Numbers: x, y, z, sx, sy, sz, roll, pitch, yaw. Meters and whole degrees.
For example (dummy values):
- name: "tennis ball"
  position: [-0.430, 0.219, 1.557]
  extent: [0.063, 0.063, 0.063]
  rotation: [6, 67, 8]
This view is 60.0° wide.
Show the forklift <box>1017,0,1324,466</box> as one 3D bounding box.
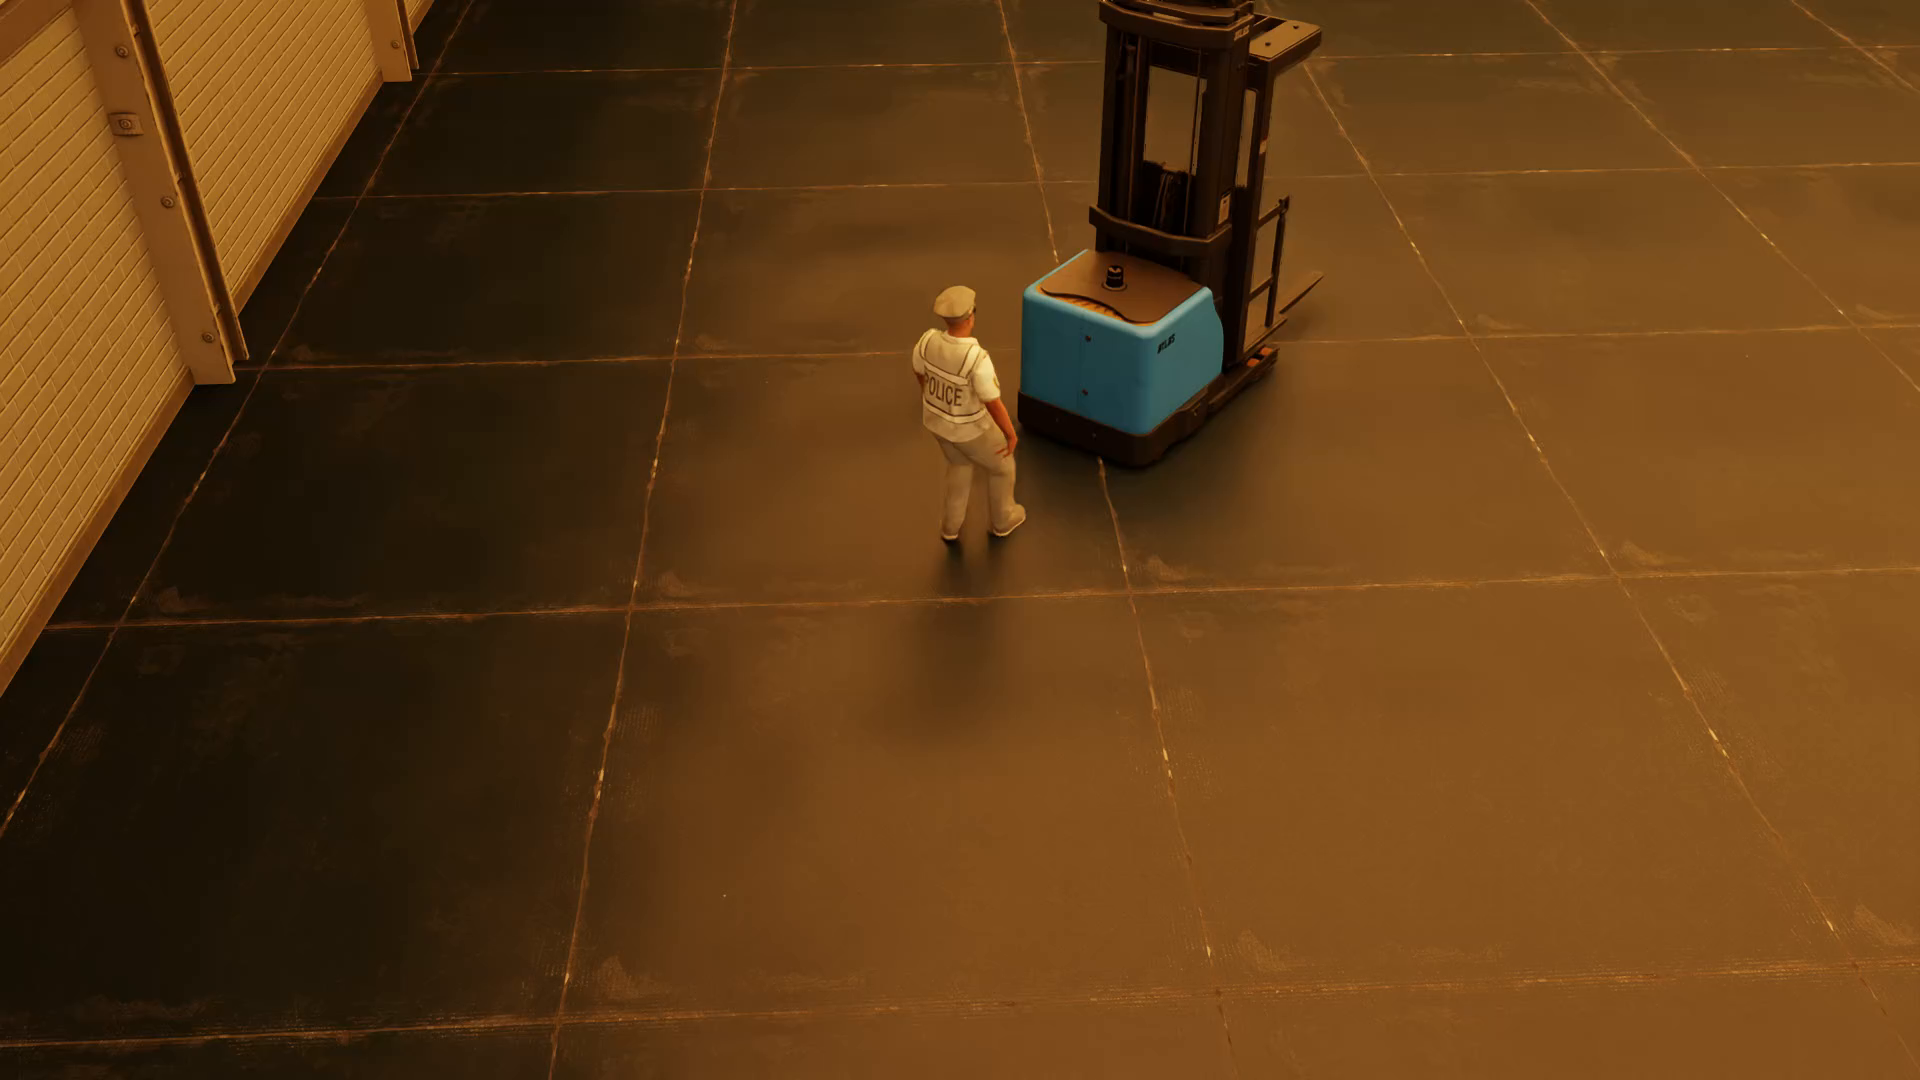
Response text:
- name: "forklift"
  position: [1.677, -2.491, 11.430]
  extent: [1.130, 2.935, 3.031]
  rotation: [23, 42, 29]

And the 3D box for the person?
- name: "person"
  position: [0.116, -0.773, 10.099]
  extent: [0.686, 1.754, 0.651]
  rotation: [27, 44, 32]
